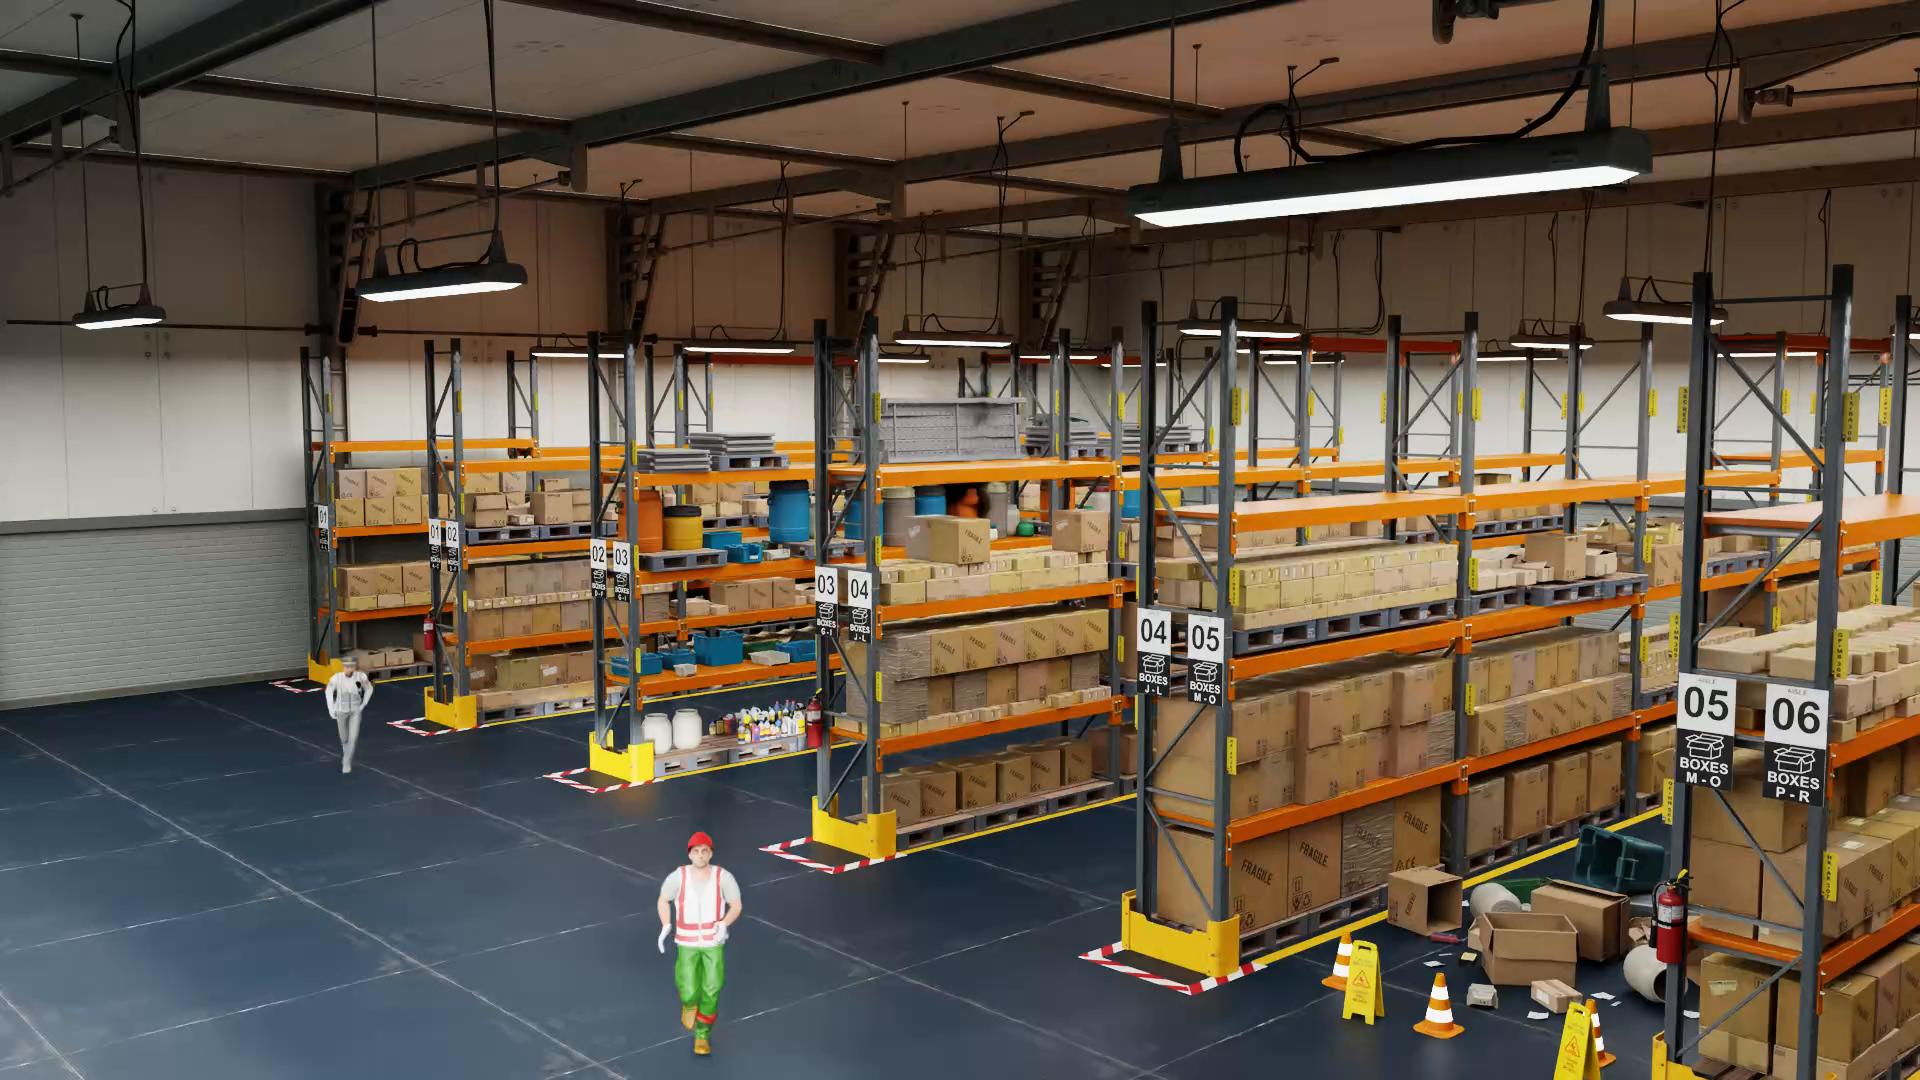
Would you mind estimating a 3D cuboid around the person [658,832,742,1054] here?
[{"bbox_3d":[-2.031,3.154,13.022,0.656,1.737,0.593,-1,5,-9],"label":"person"}]

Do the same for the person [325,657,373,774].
[{"bbox_3d":[-8.417,2.365,22.926,0.614,1.618,0.775,-3,6,-27],"label":"person"}]
